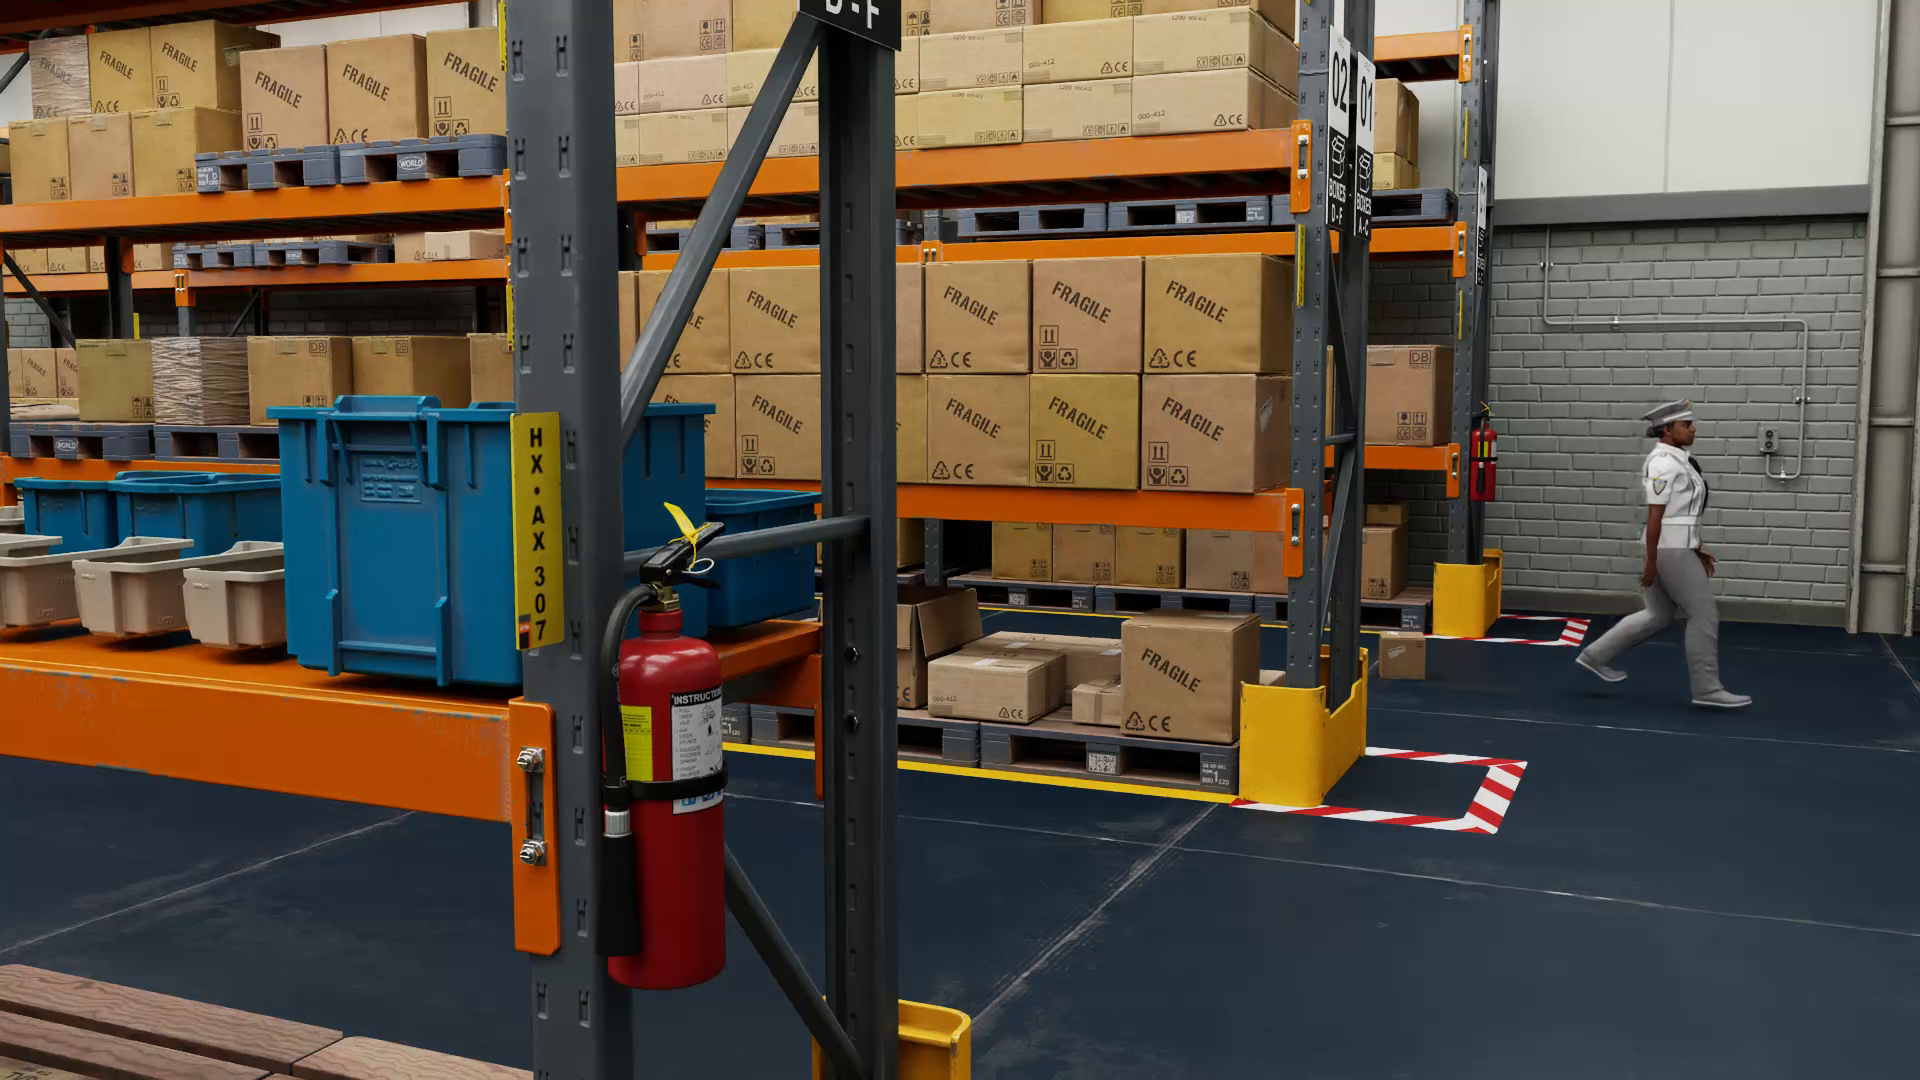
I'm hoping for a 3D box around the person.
[{"bbox_3d":[3.851,0.049,9.041,0.893,1.647,0.433,3,6,25],"label":"person"}]
